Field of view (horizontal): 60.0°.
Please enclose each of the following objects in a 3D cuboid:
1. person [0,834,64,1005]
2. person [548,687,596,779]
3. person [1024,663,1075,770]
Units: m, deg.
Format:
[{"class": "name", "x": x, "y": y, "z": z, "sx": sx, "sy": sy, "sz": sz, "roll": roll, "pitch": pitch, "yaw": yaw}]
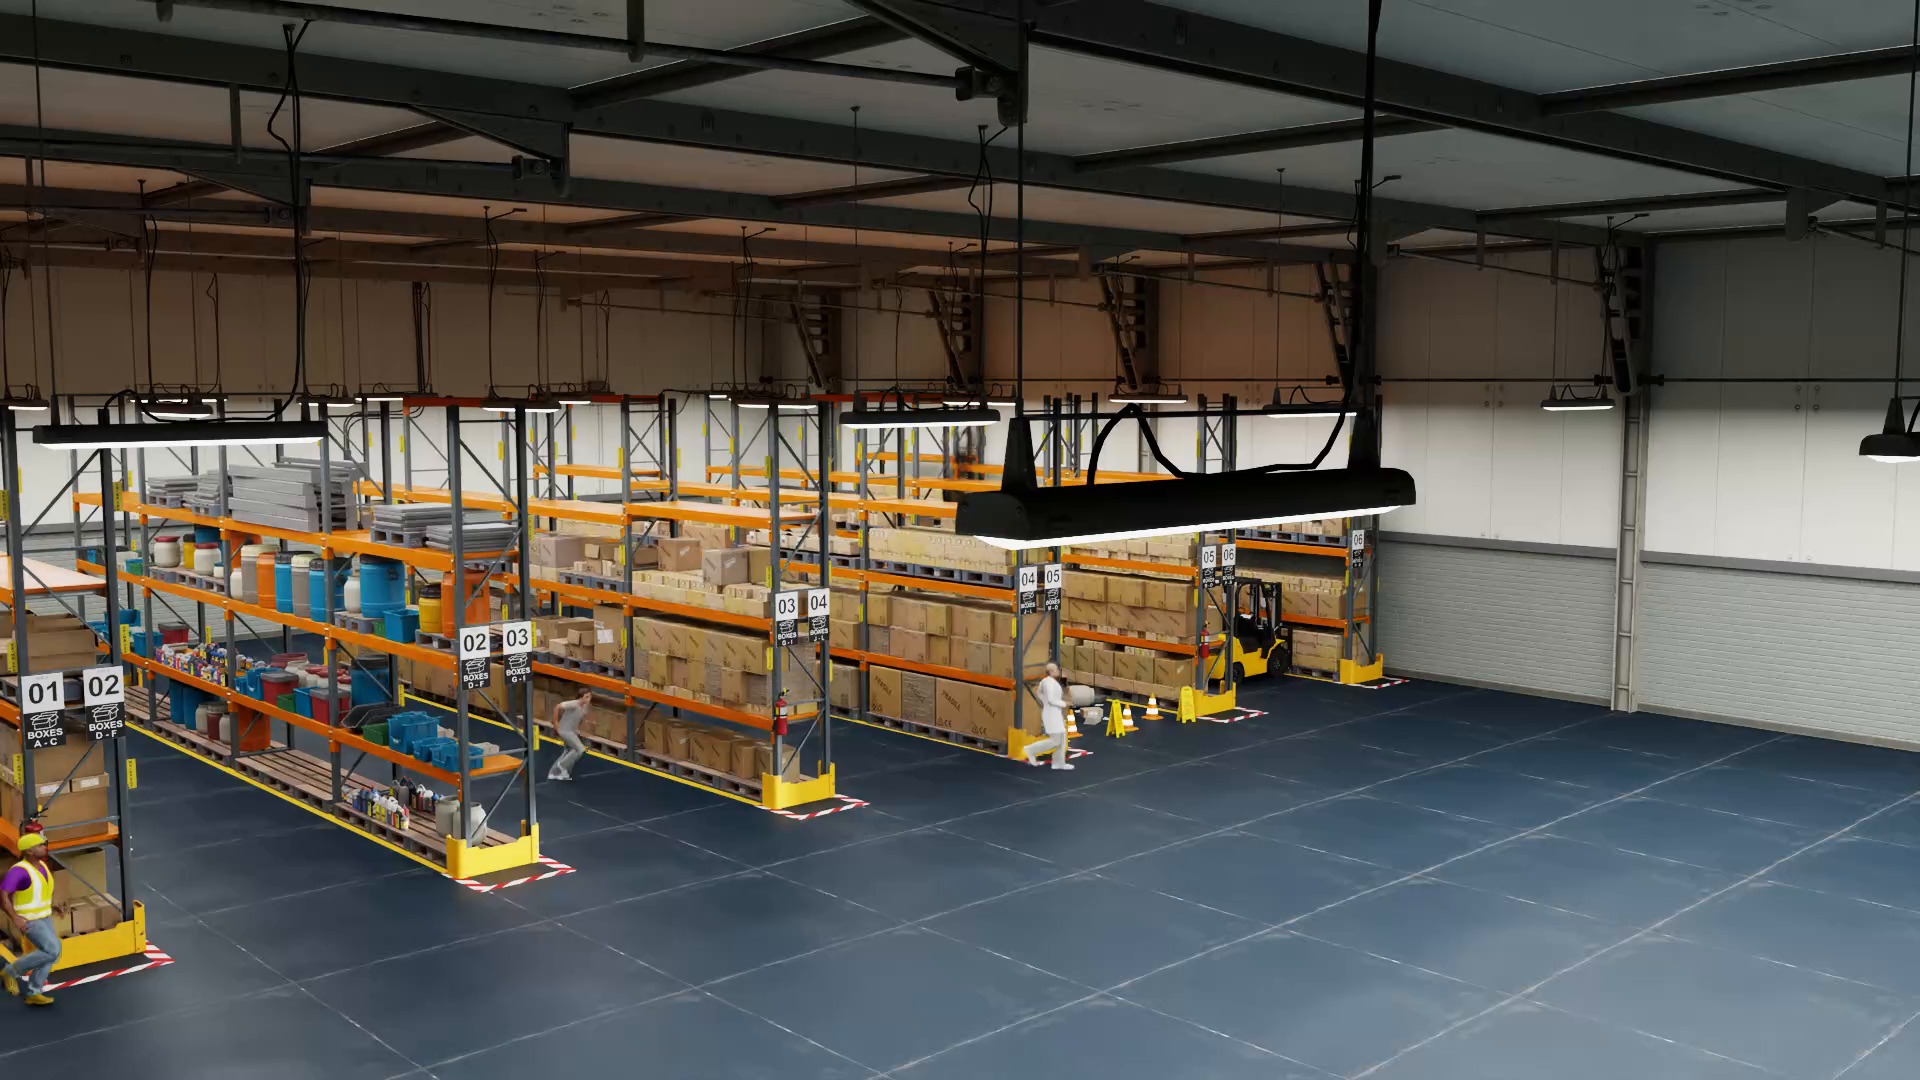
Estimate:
[{"class": "person", "x": -9.448, "y": 3.848, "z": 16.990, "sx": 0.545, "sy": 1.692, "sz": 0.744, "roll": -1, "pitch": 6, "yaw": -6}, {"class": "person", "x": -6.121, "y": 3.051, "z": 26.108, "sx": 0.872, "sy": 1.503, "sz": 0.593, "roll": 2, "pitch": 6, "yaw": 21}, {"class": "person", "x": 1.441, "y": 2.857, "z": 26.906, "sx": 0.835, "sy": 1.745, "sz": 0.712, "roll": 0, "pitch": 6, "yaw": -2}]
